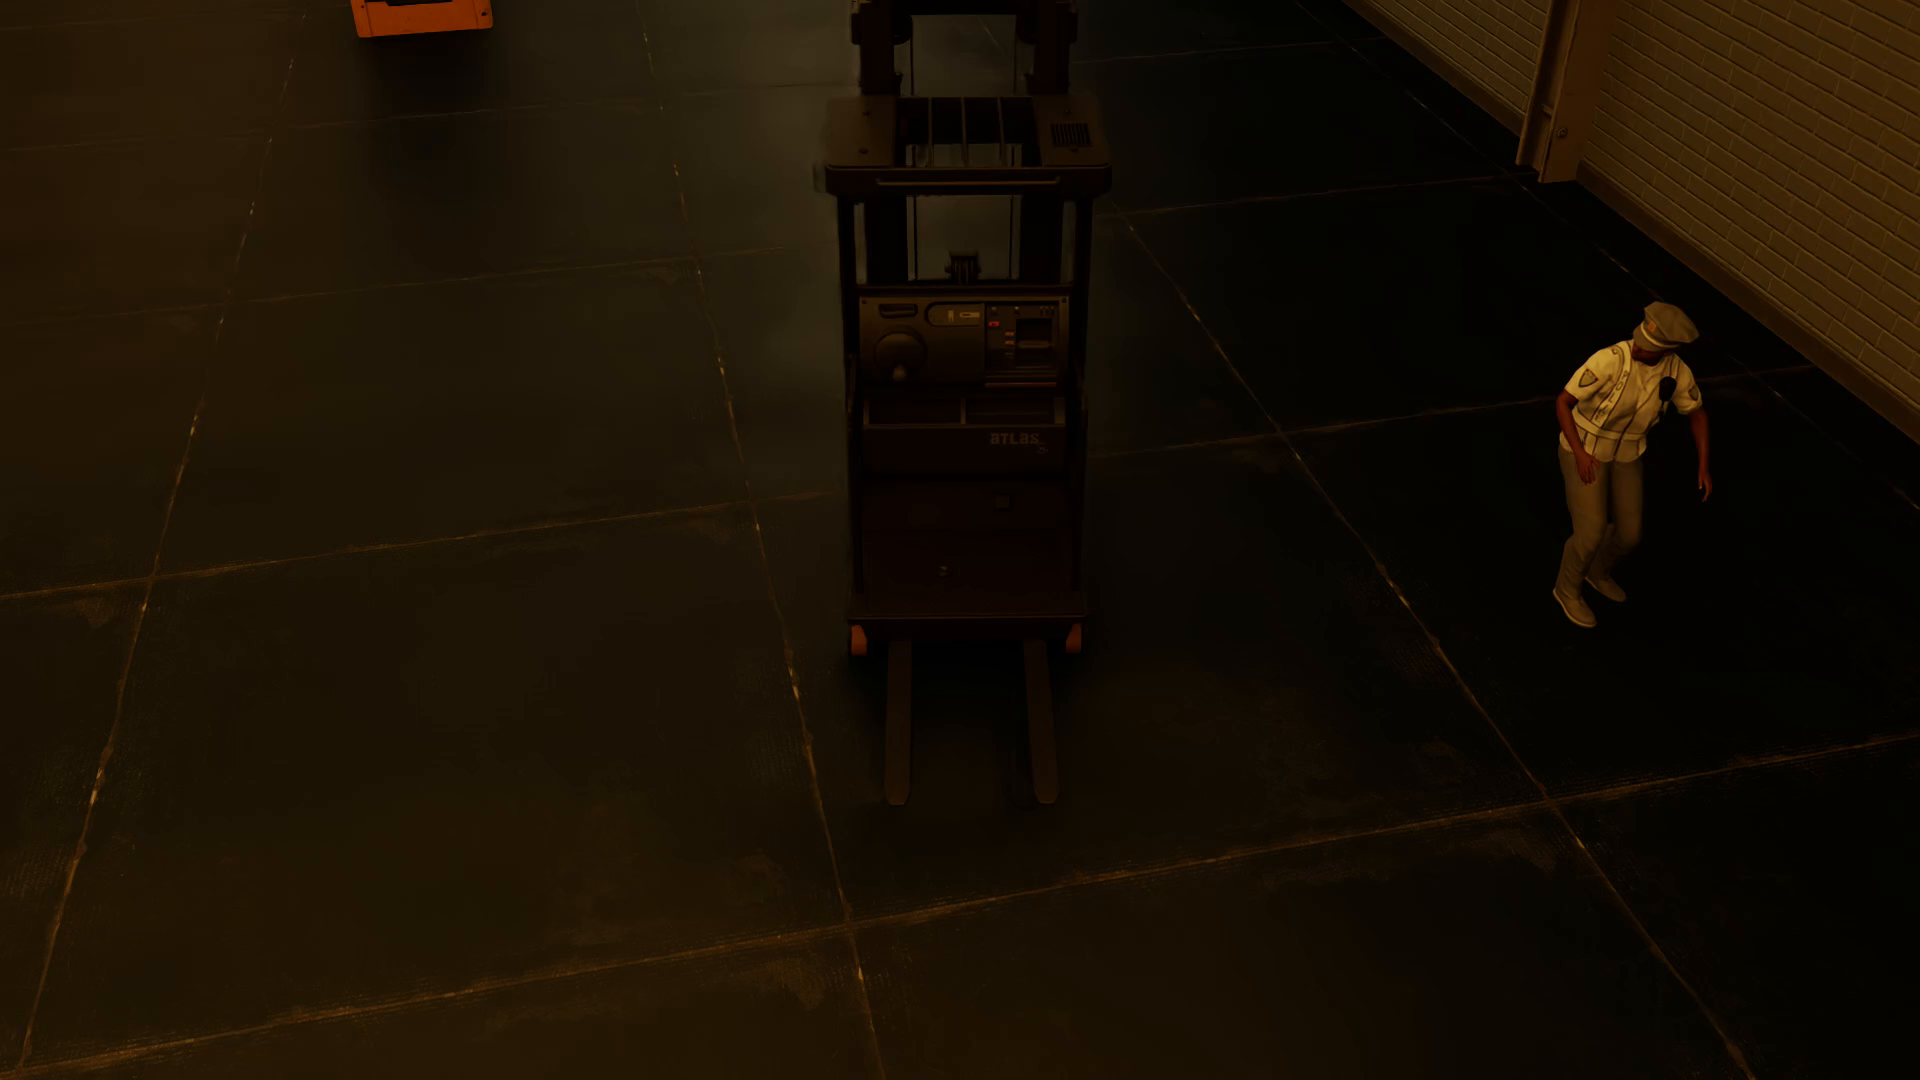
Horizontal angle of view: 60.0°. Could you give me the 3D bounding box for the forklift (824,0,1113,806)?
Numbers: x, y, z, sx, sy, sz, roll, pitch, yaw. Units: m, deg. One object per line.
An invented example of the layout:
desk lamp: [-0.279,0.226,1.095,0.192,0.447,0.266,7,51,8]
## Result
forklift: [0.025,-0.829,7.202,1.130,2.935,3.031,-1,36,-1]

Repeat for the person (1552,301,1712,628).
person: [3.065,-0.338,7.682,0.691,1.630,0.577,-5,36,-7]
